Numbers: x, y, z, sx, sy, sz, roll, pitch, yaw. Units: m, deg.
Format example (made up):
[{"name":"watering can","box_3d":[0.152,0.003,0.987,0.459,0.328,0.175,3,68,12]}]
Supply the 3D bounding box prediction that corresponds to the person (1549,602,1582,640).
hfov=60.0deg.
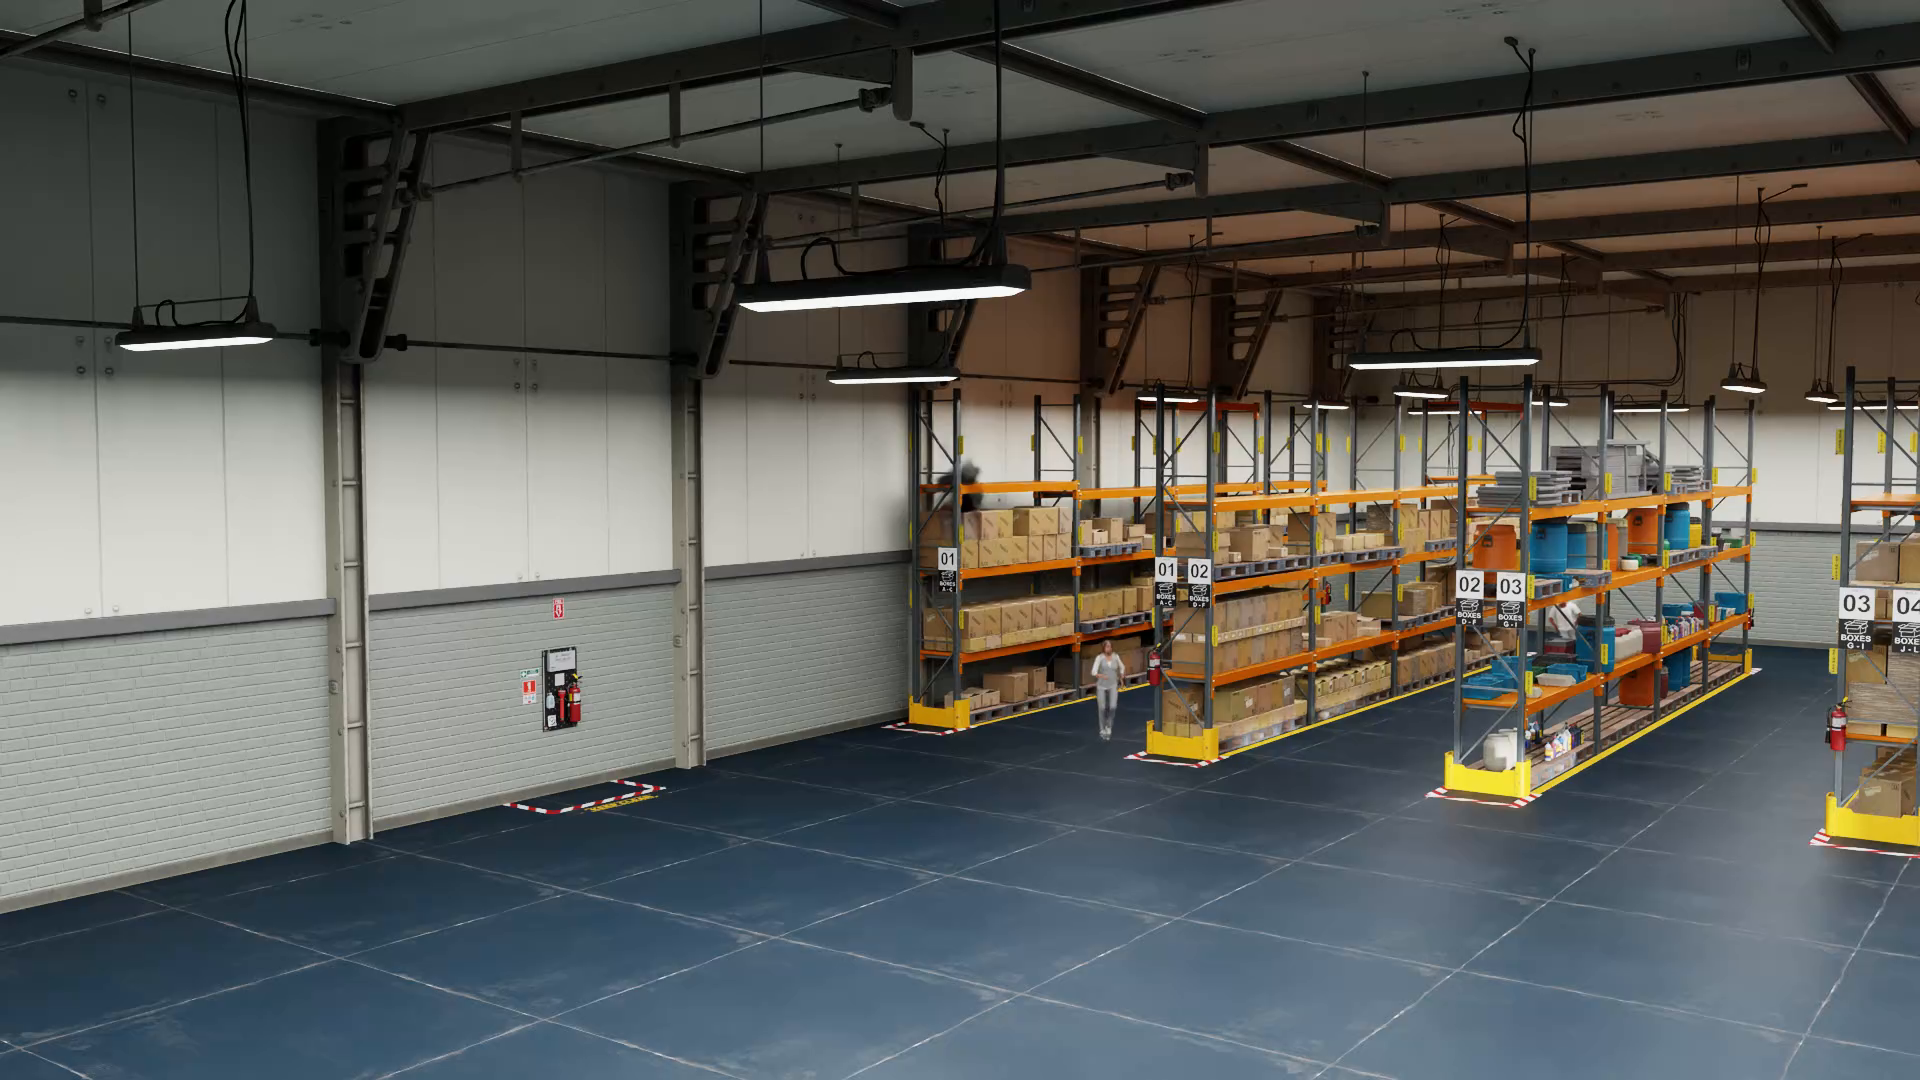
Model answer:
[{"name":"person","box_3d":[13.783,2.013,37.828,0.744,1.678,0.609,2,4,27]}]

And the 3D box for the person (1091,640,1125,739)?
[{"name":"person","box_3d":[2.393,2.411,26.760,0.560,1.595,0.615,0,3,-1]}]
